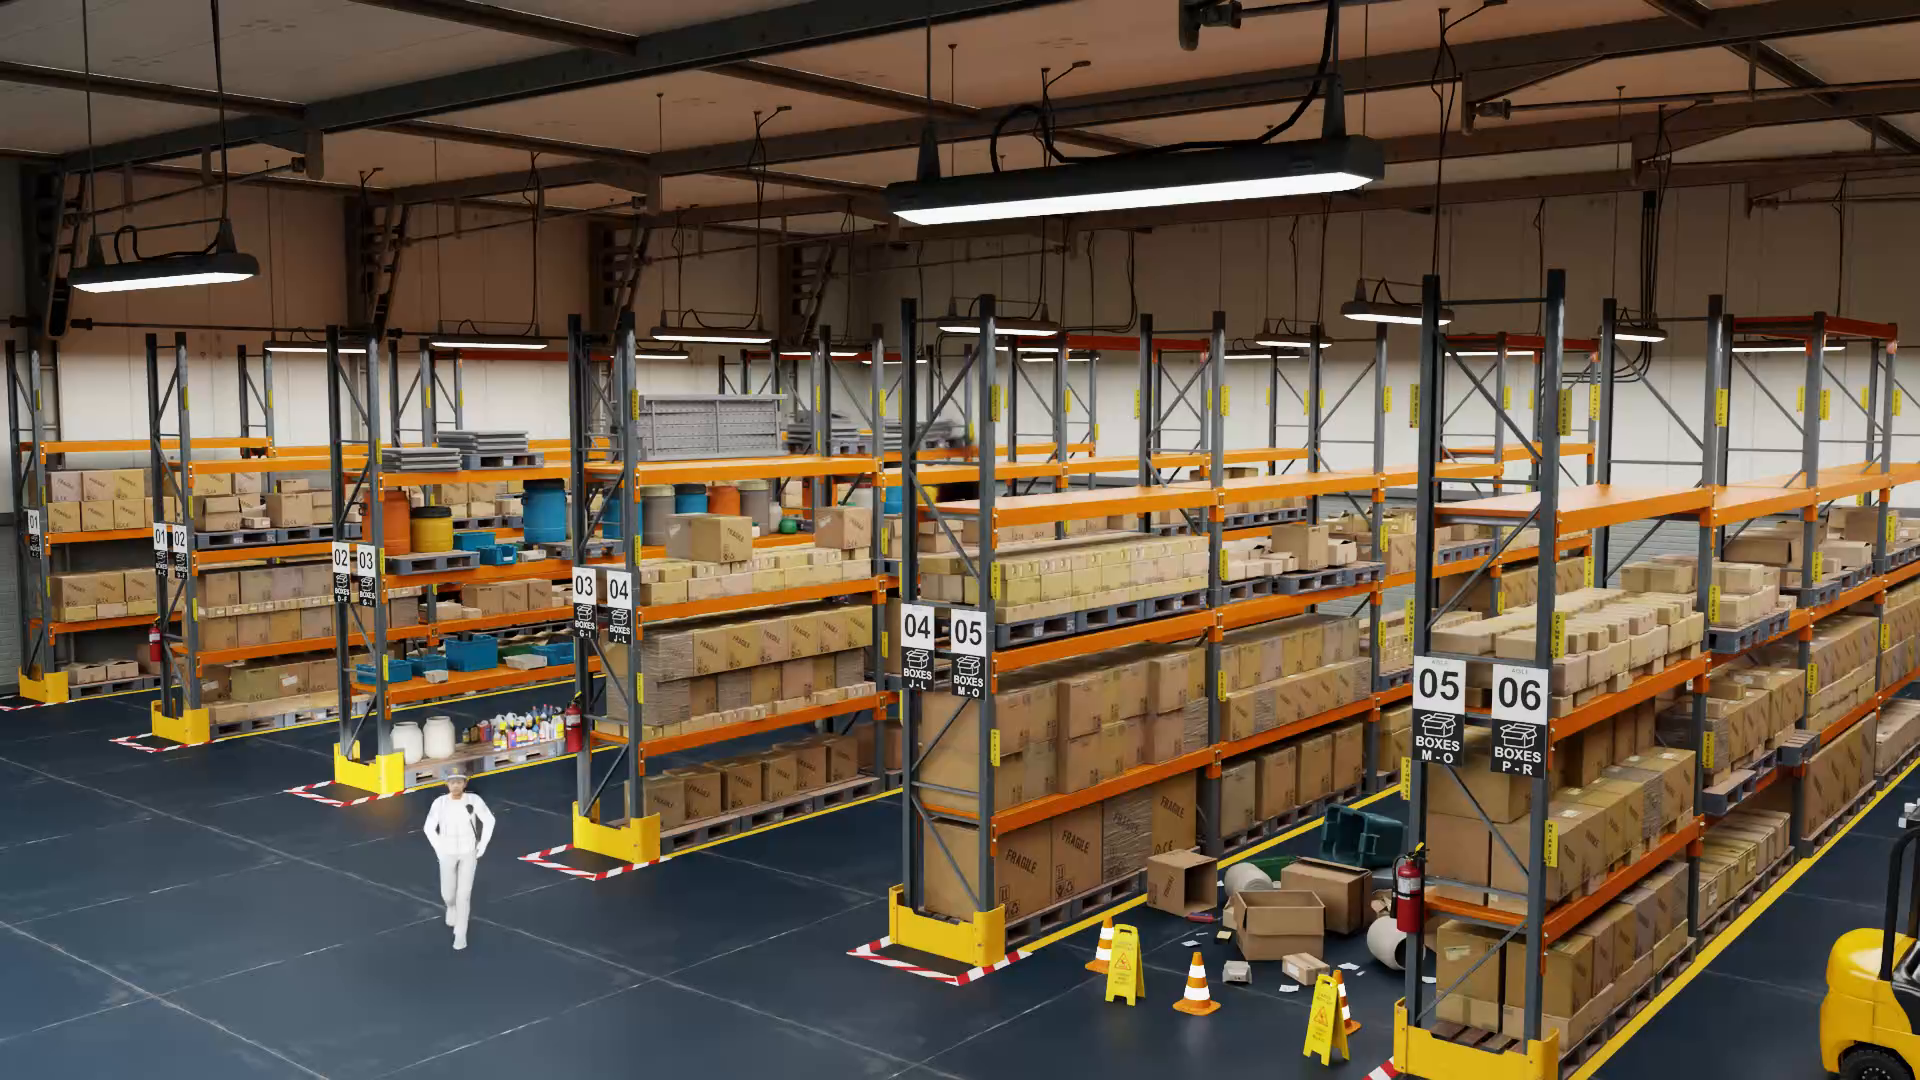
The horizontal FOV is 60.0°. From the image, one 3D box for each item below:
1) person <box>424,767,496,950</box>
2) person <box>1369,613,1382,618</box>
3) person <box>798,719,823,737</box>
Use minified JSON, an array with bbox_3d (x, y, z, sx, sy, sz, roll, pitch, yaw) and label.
[{"bbox_3d":[-4.699,2.939,15.652,0.644,1.679,0.649,-1,5,-13],"label":"person"},{"bbox_3d":[6.830,1.942,26.751,0.833,1.650,0.698,-5,7,-41],"label":"person"},{"bbox_3d":[-2.042,2.193,23.401,0.692,1.724,0.607,4,6,35],"label":"person"}]
